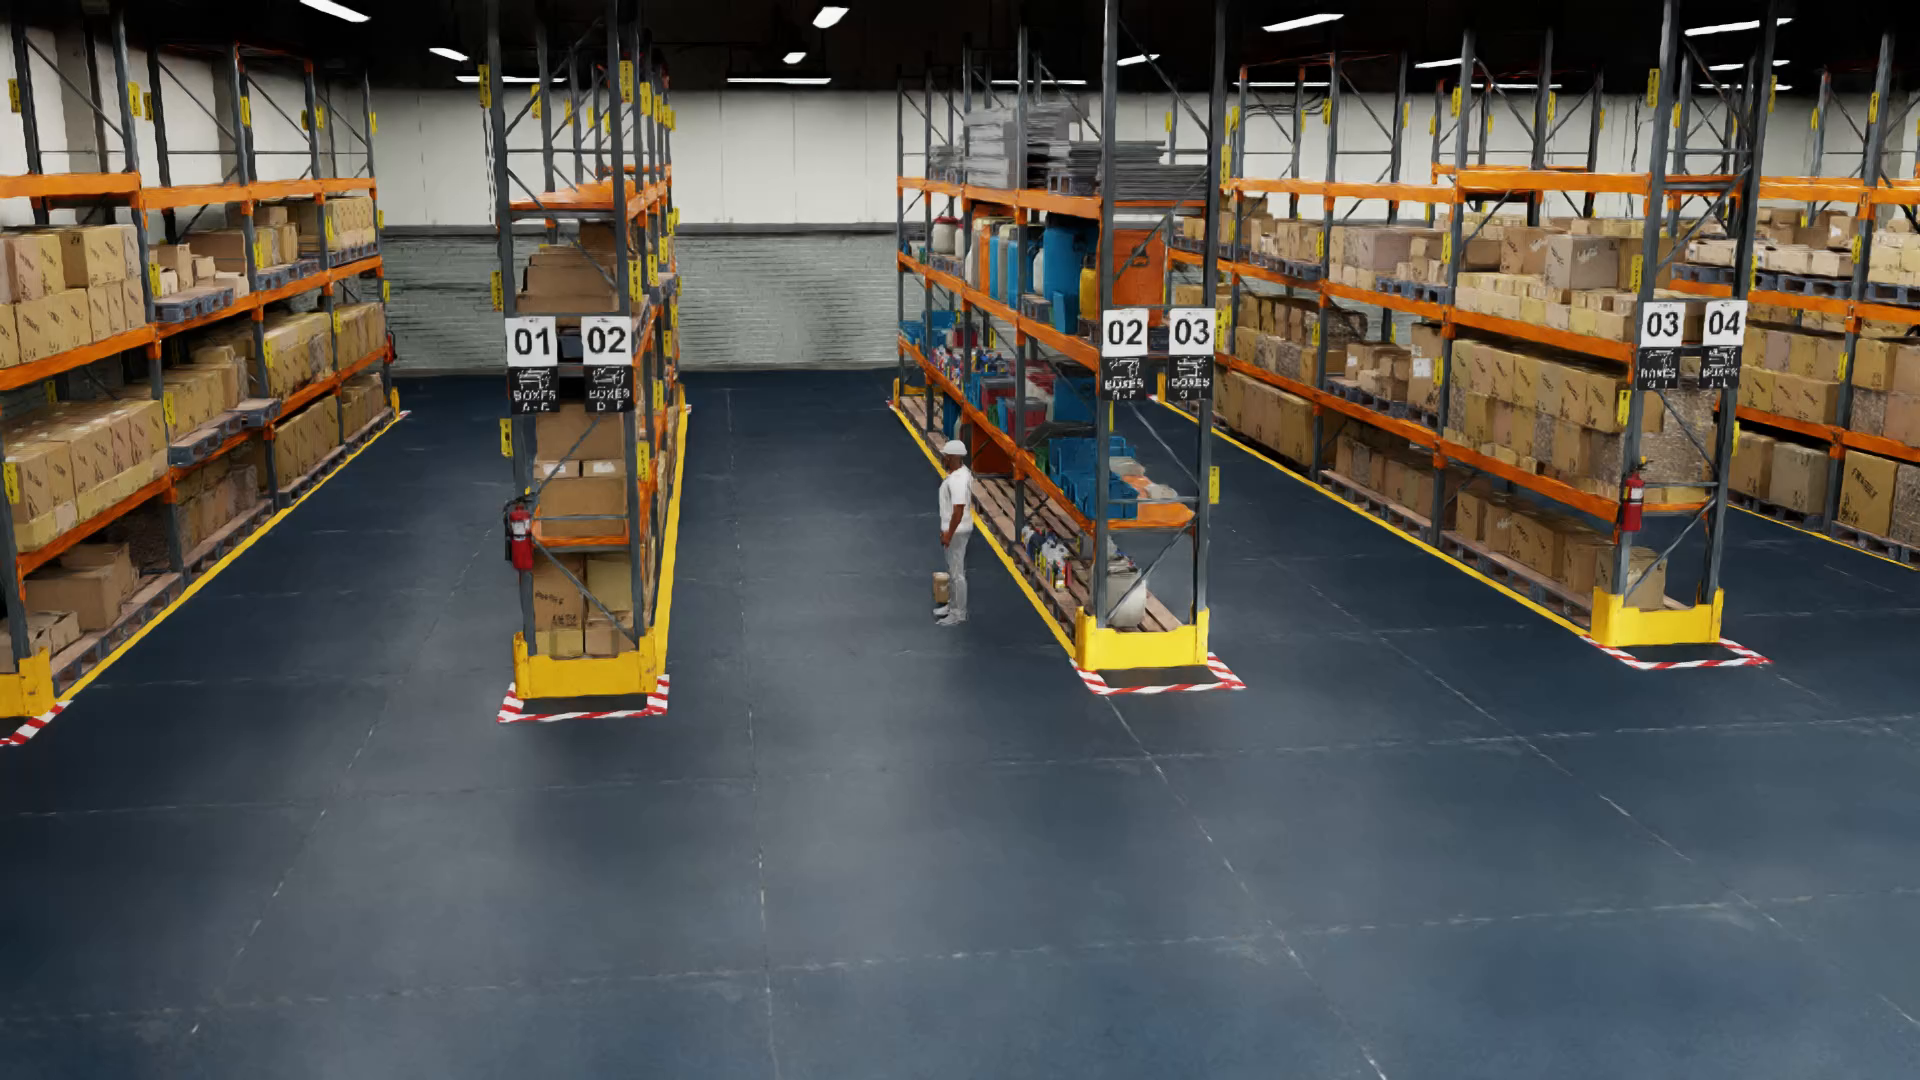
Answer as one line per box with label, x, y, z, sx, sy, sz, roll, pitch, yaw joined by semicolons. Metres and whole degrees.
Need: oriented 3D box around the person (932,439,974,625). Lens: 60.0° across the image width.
person;-0.071;-0.093;16.294;0.413;1.802;0.627;1;13;4
